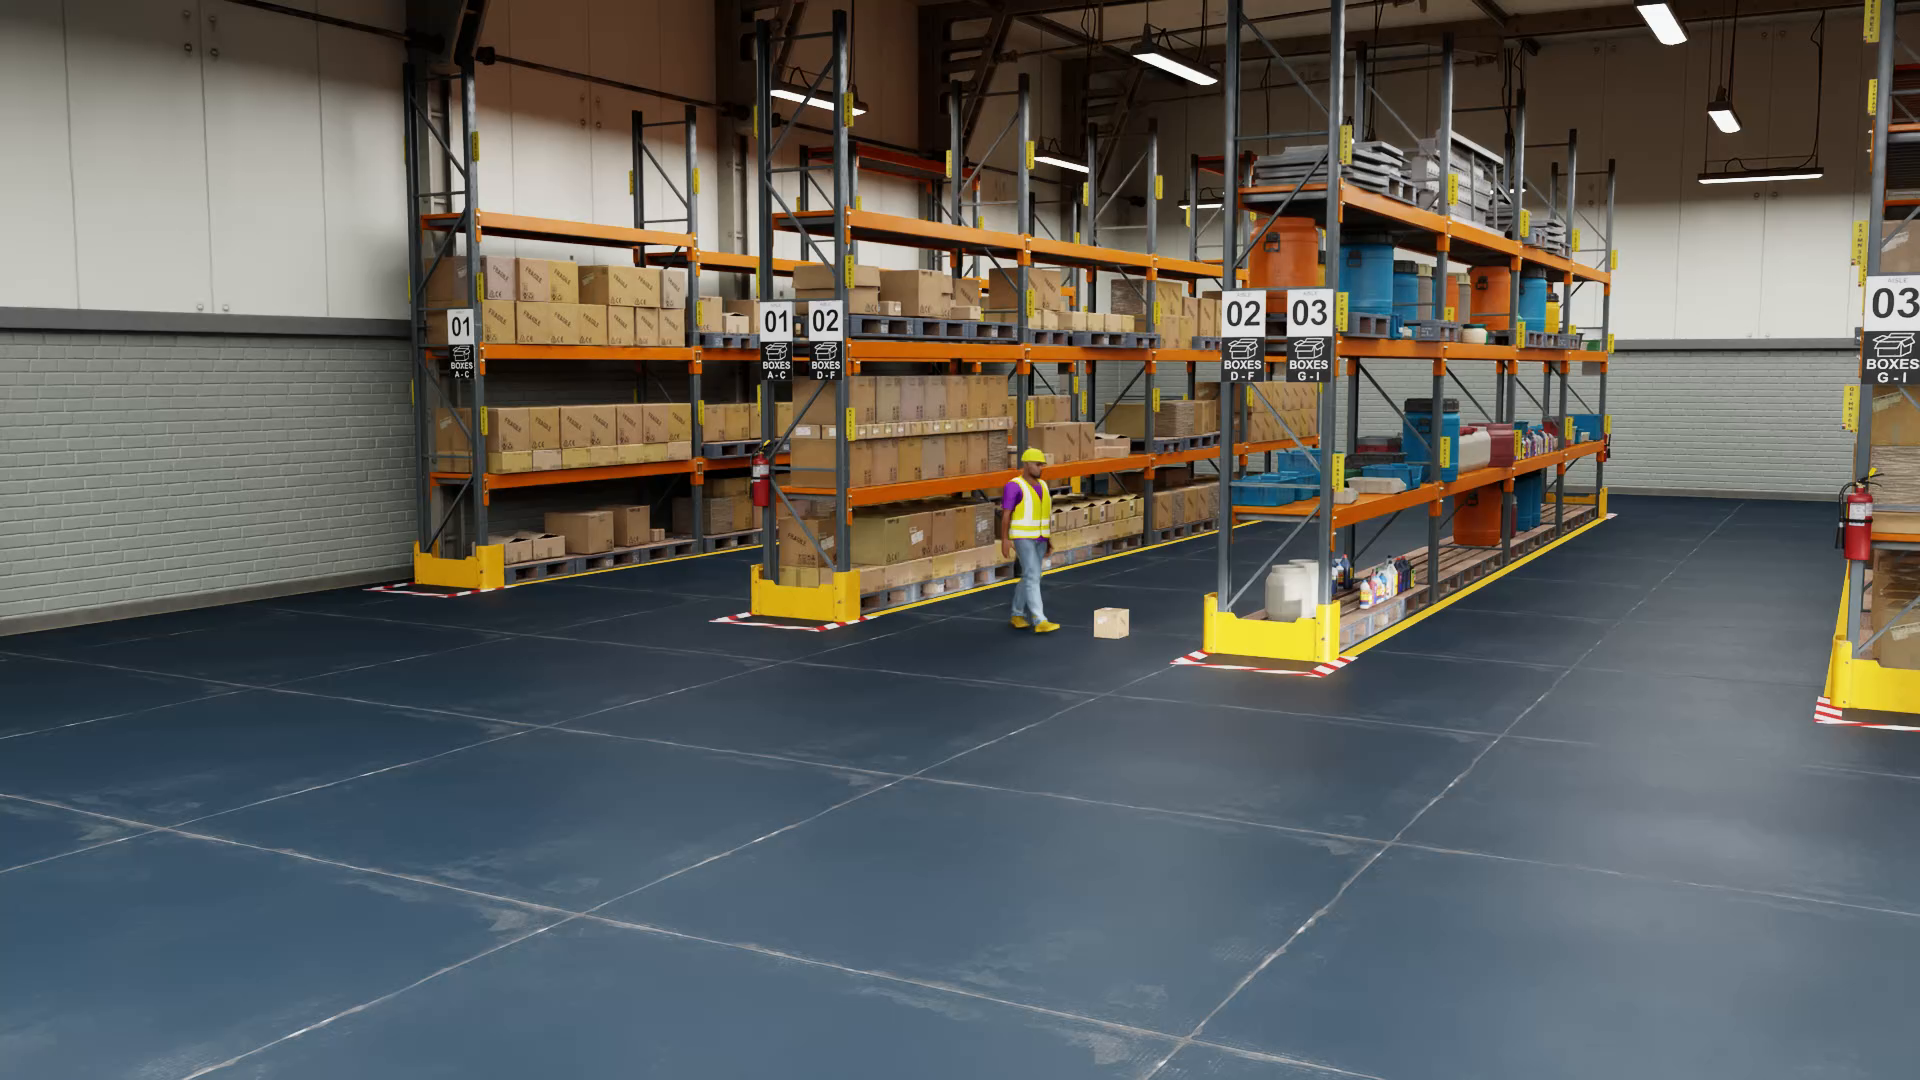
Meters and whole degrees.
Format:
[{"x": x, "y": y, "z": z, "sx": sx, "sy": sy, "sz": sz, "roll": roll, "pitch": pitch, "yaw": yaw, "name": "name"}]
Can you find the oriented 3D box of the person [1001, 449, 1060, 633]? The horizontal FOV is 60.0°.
[{"x": 0.739, "y": 0.000, "z": 16.023, "sx": 0.601, "sy": 1.753, "sz": 0.773, "roll": -6, "pitch": 8, "yaw": -43, "name": "person"}]
